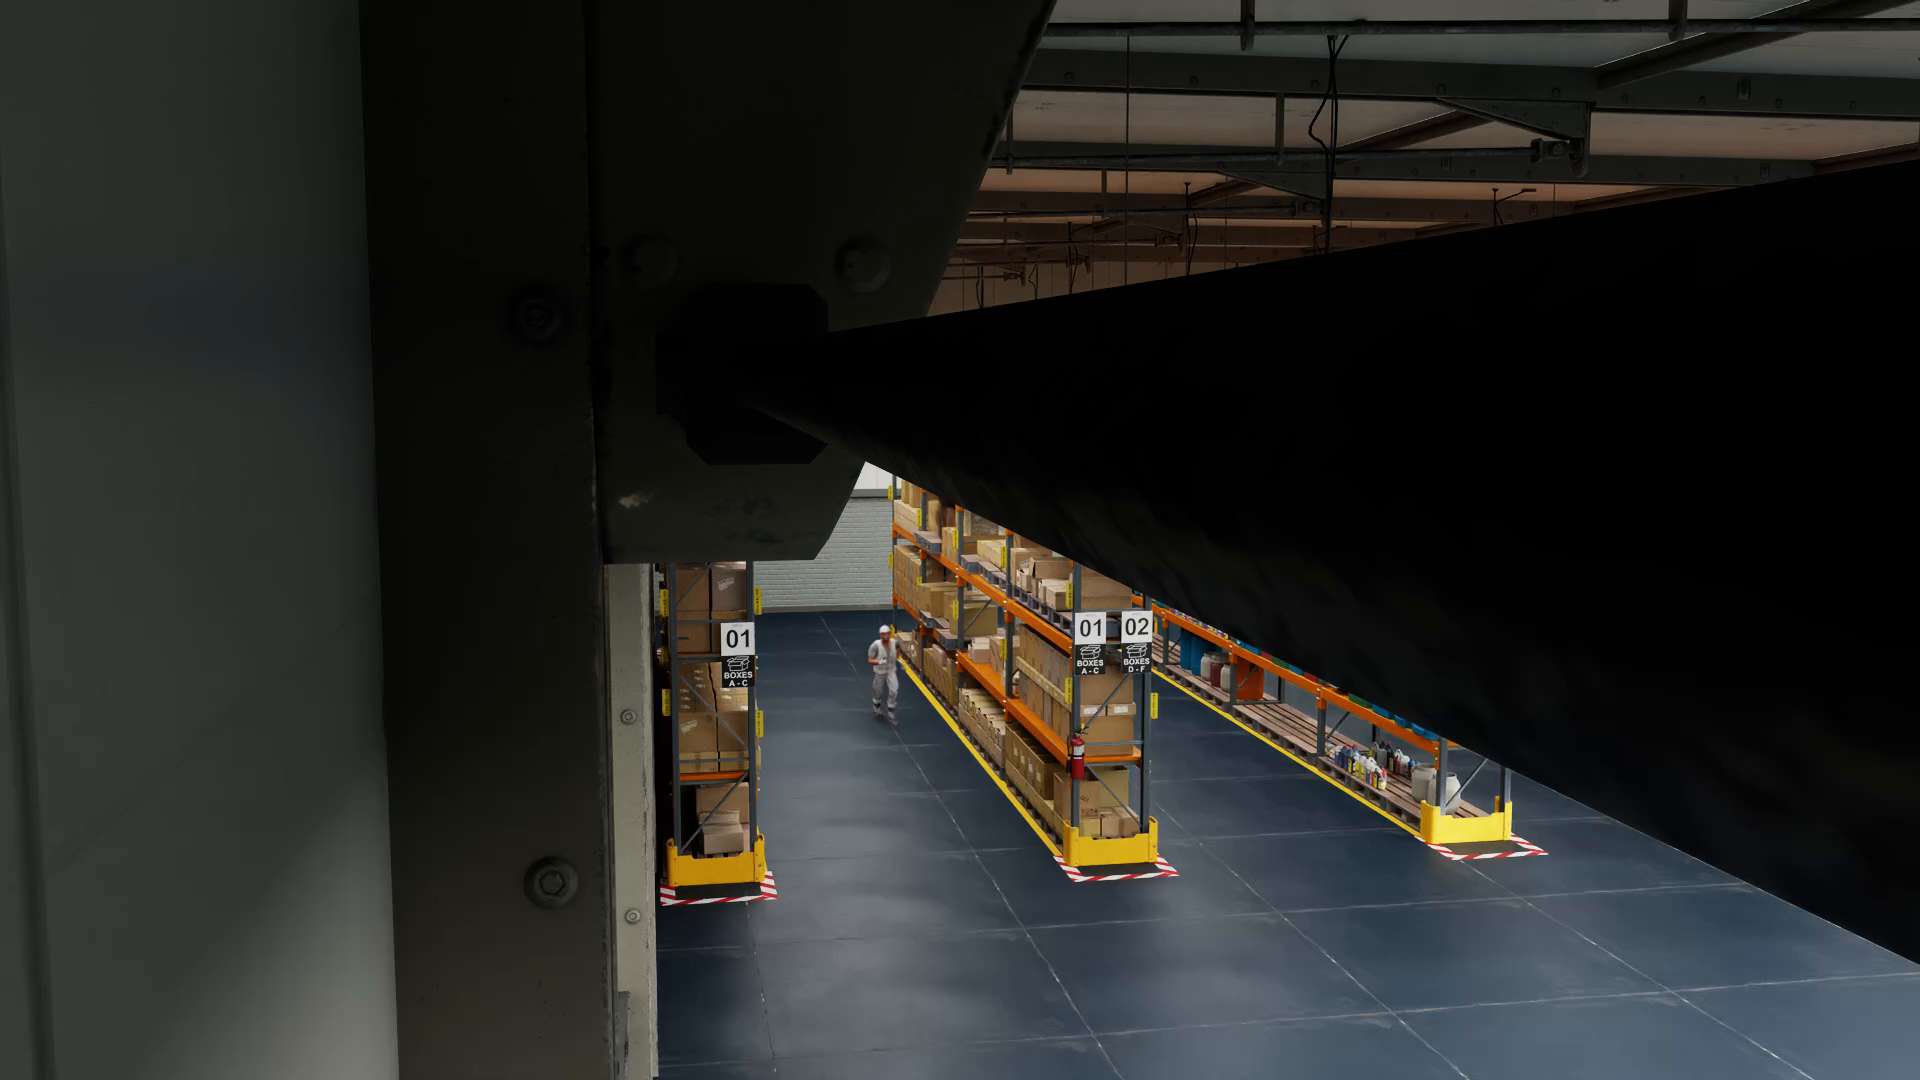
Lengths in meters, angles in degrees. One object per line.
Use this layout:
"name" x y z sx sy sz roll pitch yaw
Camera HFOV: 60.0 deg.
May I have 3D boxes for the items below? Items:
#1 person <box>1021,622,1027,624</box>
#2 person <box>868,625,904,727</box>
"person" 1.515 2.057 32.270 0.546 1.598 0.686 -3 7 -26
"person" -1.295 2.328 28.997 0.688 1.758 0.994 -2 6 -14
